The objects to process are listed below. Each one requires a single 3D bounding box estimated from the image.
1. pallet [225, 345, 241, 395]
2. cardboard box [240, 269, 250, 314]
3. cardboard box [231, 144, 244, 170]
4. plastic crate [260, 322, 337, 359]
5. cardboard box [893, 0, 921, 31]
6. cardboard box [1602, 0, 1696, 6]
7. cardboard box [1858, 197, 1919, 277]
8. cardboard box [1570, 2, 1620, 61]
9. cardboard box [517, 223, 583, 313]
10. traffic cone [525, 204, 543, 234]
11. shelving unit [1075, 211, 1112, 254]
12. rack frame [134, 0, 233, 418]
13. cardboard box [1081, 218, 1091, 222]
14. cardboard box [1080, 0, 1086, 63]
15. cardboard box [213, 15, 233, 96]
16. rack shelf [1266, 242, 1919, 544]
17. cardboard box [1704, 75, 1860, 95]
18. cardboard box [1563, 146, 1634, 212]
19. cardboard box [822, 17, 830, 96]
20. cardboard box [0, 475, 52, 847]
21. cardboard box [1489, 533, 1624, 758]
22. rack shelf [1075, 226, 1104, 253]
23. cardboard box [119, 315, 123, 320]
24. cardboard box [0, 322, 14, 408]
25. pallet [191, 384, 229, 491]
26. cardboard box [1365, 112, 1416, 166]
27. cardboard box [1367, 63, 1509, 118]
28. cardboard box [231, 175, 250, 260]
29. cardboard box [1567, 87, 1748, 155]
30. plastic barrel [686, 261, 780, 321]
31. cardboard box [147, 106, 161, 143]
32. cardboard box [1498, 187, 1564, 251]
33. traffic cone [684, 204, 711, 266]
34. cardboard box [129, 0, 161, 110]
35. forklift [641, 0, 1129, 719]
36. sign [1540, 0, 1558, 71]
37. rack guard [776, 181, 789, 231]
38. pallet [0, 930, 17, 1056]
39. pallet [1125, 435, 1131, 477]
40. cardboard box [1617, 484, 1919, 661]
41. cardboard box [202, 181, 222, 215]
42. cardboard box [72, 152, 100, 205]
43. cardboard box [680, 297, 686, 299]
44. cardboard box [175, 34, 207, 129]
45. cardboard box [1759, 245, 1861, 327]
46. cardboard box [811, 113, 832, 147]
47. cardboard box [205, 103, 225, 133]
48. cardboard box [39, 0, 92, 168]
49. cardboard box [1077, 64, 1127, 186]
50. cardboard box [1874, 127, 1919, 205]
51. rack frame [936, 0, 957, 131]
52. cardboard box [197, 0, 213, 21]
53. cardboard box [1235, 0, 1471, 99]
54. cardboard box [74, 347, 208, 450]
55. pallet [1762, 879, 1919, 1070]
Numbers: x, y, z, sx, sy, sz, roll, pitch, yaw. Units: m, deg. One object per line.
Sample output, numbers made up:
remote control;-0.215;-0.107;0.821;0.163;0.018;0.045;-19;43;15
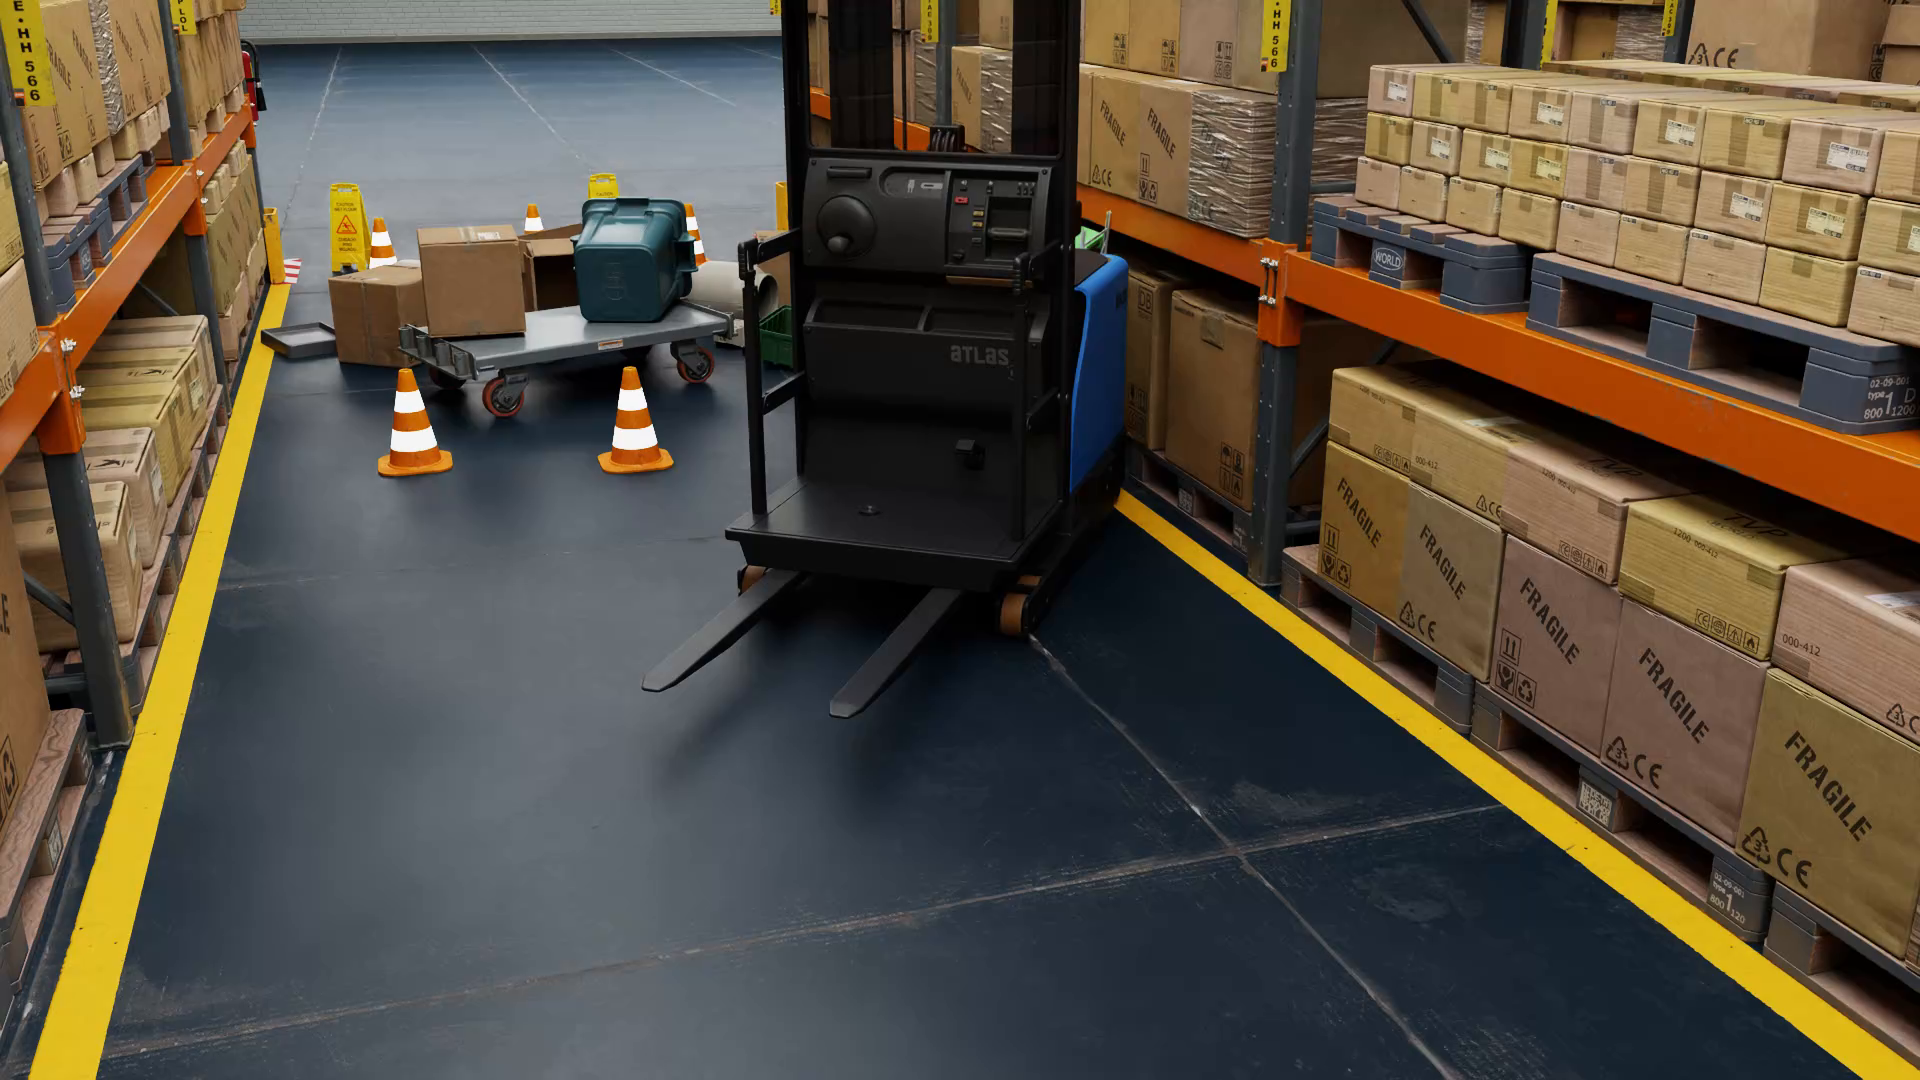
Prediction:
pallet;-4.555;-0.919;9.163;1.003;0.211;1.213;-6;21;-17
cardboard box;-4.587;-1.481;10.049;0.500;0.250;0.500;-7;21;-18
cardboard box;-4.813;-2.444;10.661;0.380;0.149;0.250;-6;21;-16
plastic crate;-4.025;-1.236;10.240;0.402;0.080;0.583;-15;25;-36
cardboard box;-0.010;-3.443;10.245;0.875;0.550;0.550;-6;21;-17
cardboard box;4.695;-3.845;11.118;0.500;0.500;0.500;-6;21;-17
cardboard box;2.229;-0.672;3.660;0.380;0.149;0.250;-8;21;-20
cardboard box;4.891;-3.575;11.843;0.875;0.500;0.500;-6;21;-17
cardboard box;-2.612;-1.834;11.277;0.637;0.503;0.797;12;23;30
traffic cone;-3.261;-2.335;12.734;0.336;0.463;0.334;-6;21;-17
shelving unit;0.360;-1.031;7.767;0.503;1.200;0.258;26;43;24
rack frame;-4.310;-2.020;8.102;1.000;3.000;0.127;-6;21;-17
cardboard box;0.637;-1.527;9.437;1.050;0.750;0.750;-6;21;-17
cardboard box;0.841;-2.610;8.118;0.700;0.500;0.500;-6;21;-17
cardboard box;-4.829;-3.023;10.308;0.500;0.500;0.500;-6;21;-17
rack shelf;2.243;-0.314;4.417;1.077;0.370;4.000;-6;21;-17
cardboard box;2.450;-1.295;4.955;0.380;0.149;0.250;-6;21;-16
cardboard box;1.907;-1.004;4.585;0.380;0.149;0.250;-6;21;-17
cardboard box;-0.490;-3.451;11.864;0.875;0.550;0.550;-6;21;-17
cardboard box;-2.915;0.297;4.174;0.875;0.875;0.875;-7;21;-18
cardboard box;1.921;0.264;4.821;0.500;0.500;0.500;-7;21;-19
rack shelf;0.388;-1.354;7.507;0.480;0.148;0.258;26;43;24
cardboard box;-4.751;-1.084;8.944;0.500;0.250;0.500;-5;20;-15
cardboard box;-2.472;-0.368;3.726;0.500;0.250;0.500;-6;21;-16
pallet;-4.064;-0.457;7.878;1.003;0.211;1.213;-6;21;-17
cardboard box;1.576;-1.337;5.513;0.380;0.149;0.250;-5;20;-15
cardboard box;1.577;-1.483;5.479;0.380;0.149;0.250;-6;21;-17
cardboard box;-4.749;-2.000;10.386;0.500;0.500;0.500;-7;21;-18
cardboard box;1.905;-1.148;4.545;0.380;0.149;0.250;-5;20;-15
plastic barrel;-1.456;-1.566;10.651;0.512;0.421;0.421;8;21;20
cardboard box;-3.705;-1.798;7.234;0.380;0.149;0.250;-7;21;-18
cardboard box;1.819;-0.950;4.873;0.380;0.149;0.250;-5;20;-15
traffic cone;-2.081;-2.346;12.764;0.336;0.463;0.334;-6;21;-17
cardboard box;-3.790;-2.121;7.176;0.500;0.500;0.500;-6;21;-17
forklift;-0.189;-1.177;5.857;1.130;2.935;3.031;6;21;16
sign;2.126;-1.863;6.069;0.100;0.325;0.005;-6;21;-17
rack guard;-0.908;-2.693;13.674;1.175;0.500;0.348;-6;21;-17
pallet;-2.497;1.228;3.185;1.003;0.211;1.213;-6;21;-17
pallet;1.058;-0.634;8.369;1.003;0.211;1.213;-6;21;-17
cardboard box;2.069;0.069;4.255;0.500;0.250;0.500;-7;21;-20
cardboard box;-4.222;-1.846;8.995;0.380;0.149;0.250;-6;21;-16
cardboard box;-3.145;-1.217;5.617;0.380;0.149;0.250;-6;21;-17
cardboard box;-1.932;-1.647;11.109;0.396;0.266;0.258;-3;20;-8
cardboard box;-4.184;-2.377;8.510;0.500;0.500;0.500;-6;21;-17
cardboard box;2.146;-0.614;3.939;0.380;0.149;0.250;-5;20;-15
cardboard box;-0.624;-2.849;12.932;0.875;0.875;0.875;-6;21;-17
cardboard box;-4.498;-2.448;9.666;0.380;0.149;0.250;-6;21;-17
cardboard box;-3.145;-1.456;5.324;0.500;0.500;0.500;-5;20;-14
cardboard box;0.740;-1.942;7.738;0.500;0.500;0.500;-6;21;-16
cardboard box;2.239;-0.811;3.607;0.380;0.149;0.250;-7;21;-19
rack frame;0.357;-2.578;9.656;1.000;3.000;0.127;-6;21;-17
cardboard box;-4.383;-3.008;8.785;0.700;0.500;0.500;-6;21;-17
cardboard box;1.483;-1.957;6.301;0.700;0.500;0.500;-7;21;-17
cardboard box;-3.914;-0.582;7.366;0.950;0.372;0.625;-5;20;-14
pallet;2.625;1.052;3.675;1.003;0.211;1.213;-6;21;-17
